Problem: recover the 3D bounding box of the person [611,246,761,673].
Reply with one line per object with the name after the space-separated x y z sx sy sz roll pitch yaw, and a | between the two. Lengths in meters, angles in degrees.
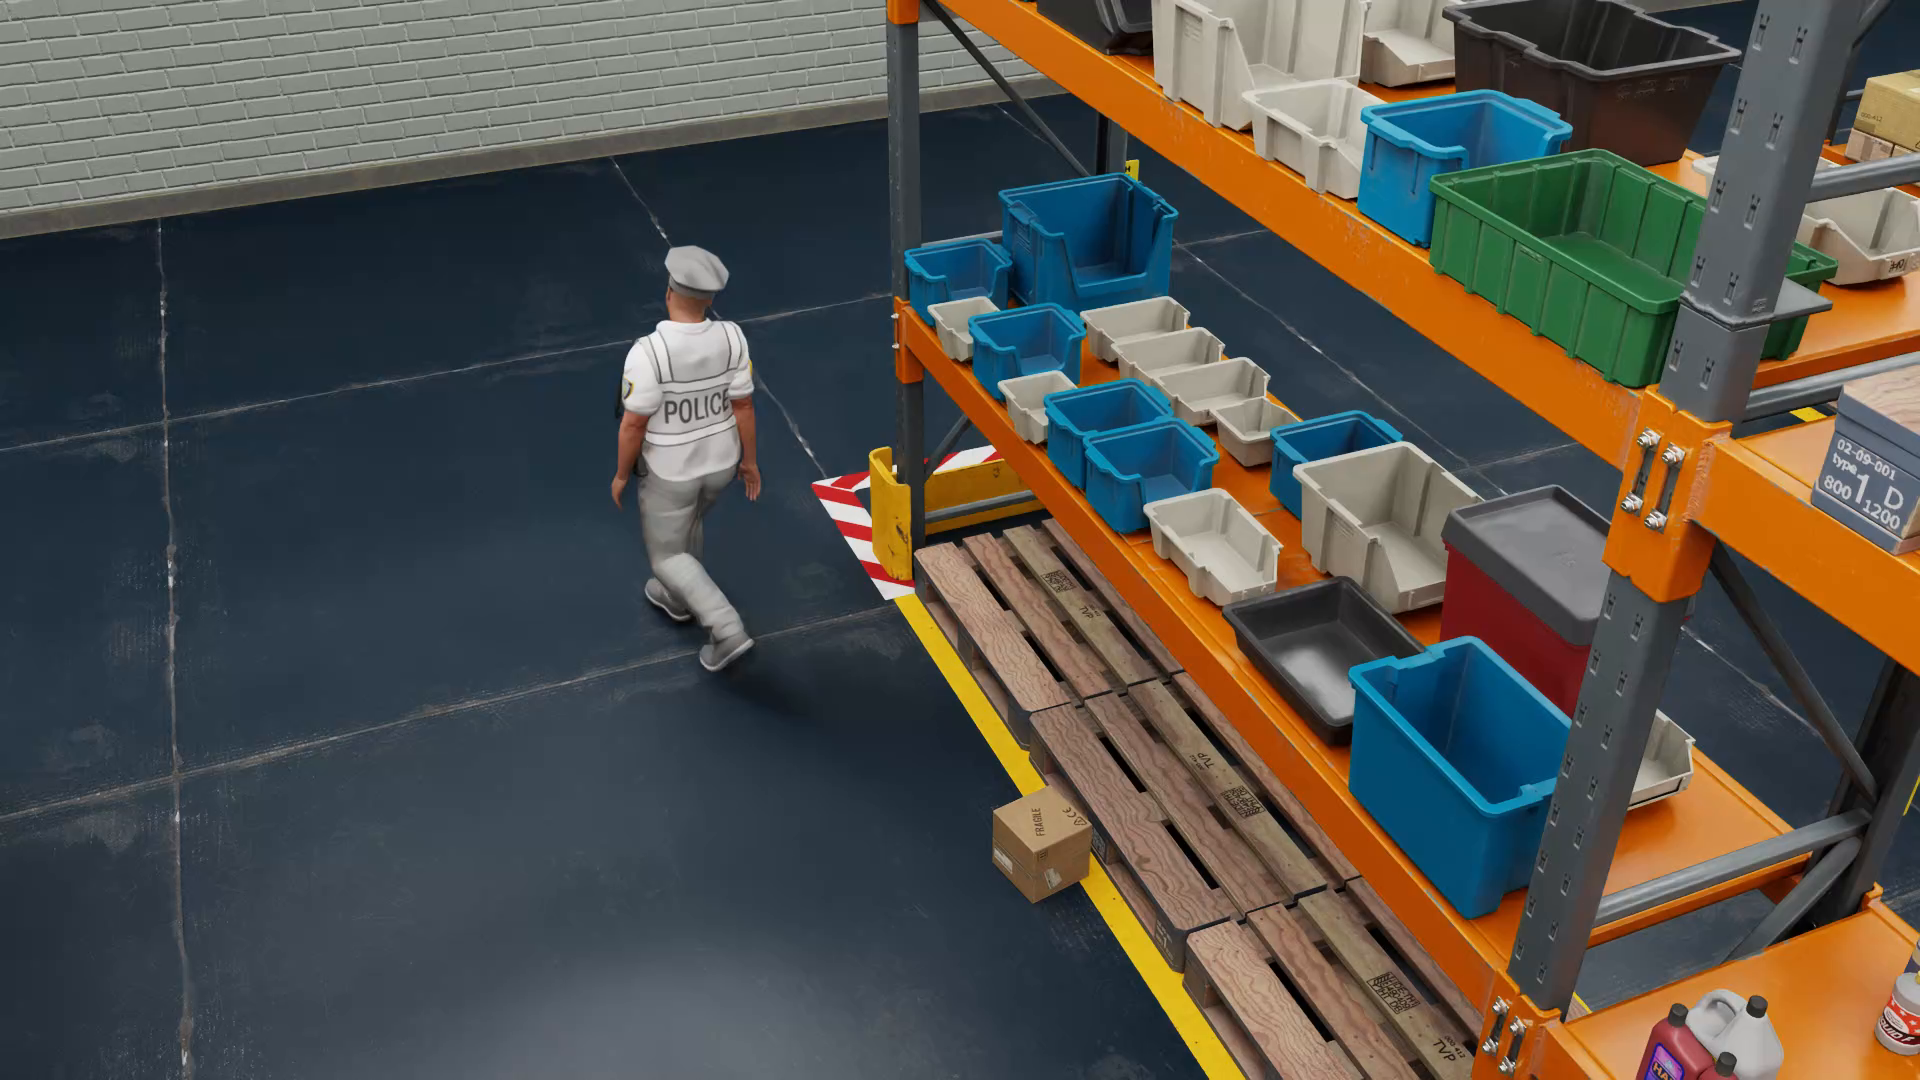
-1.080 -0.307 6.593 0.586 1.717 0.929 -25 41 -33 | person
